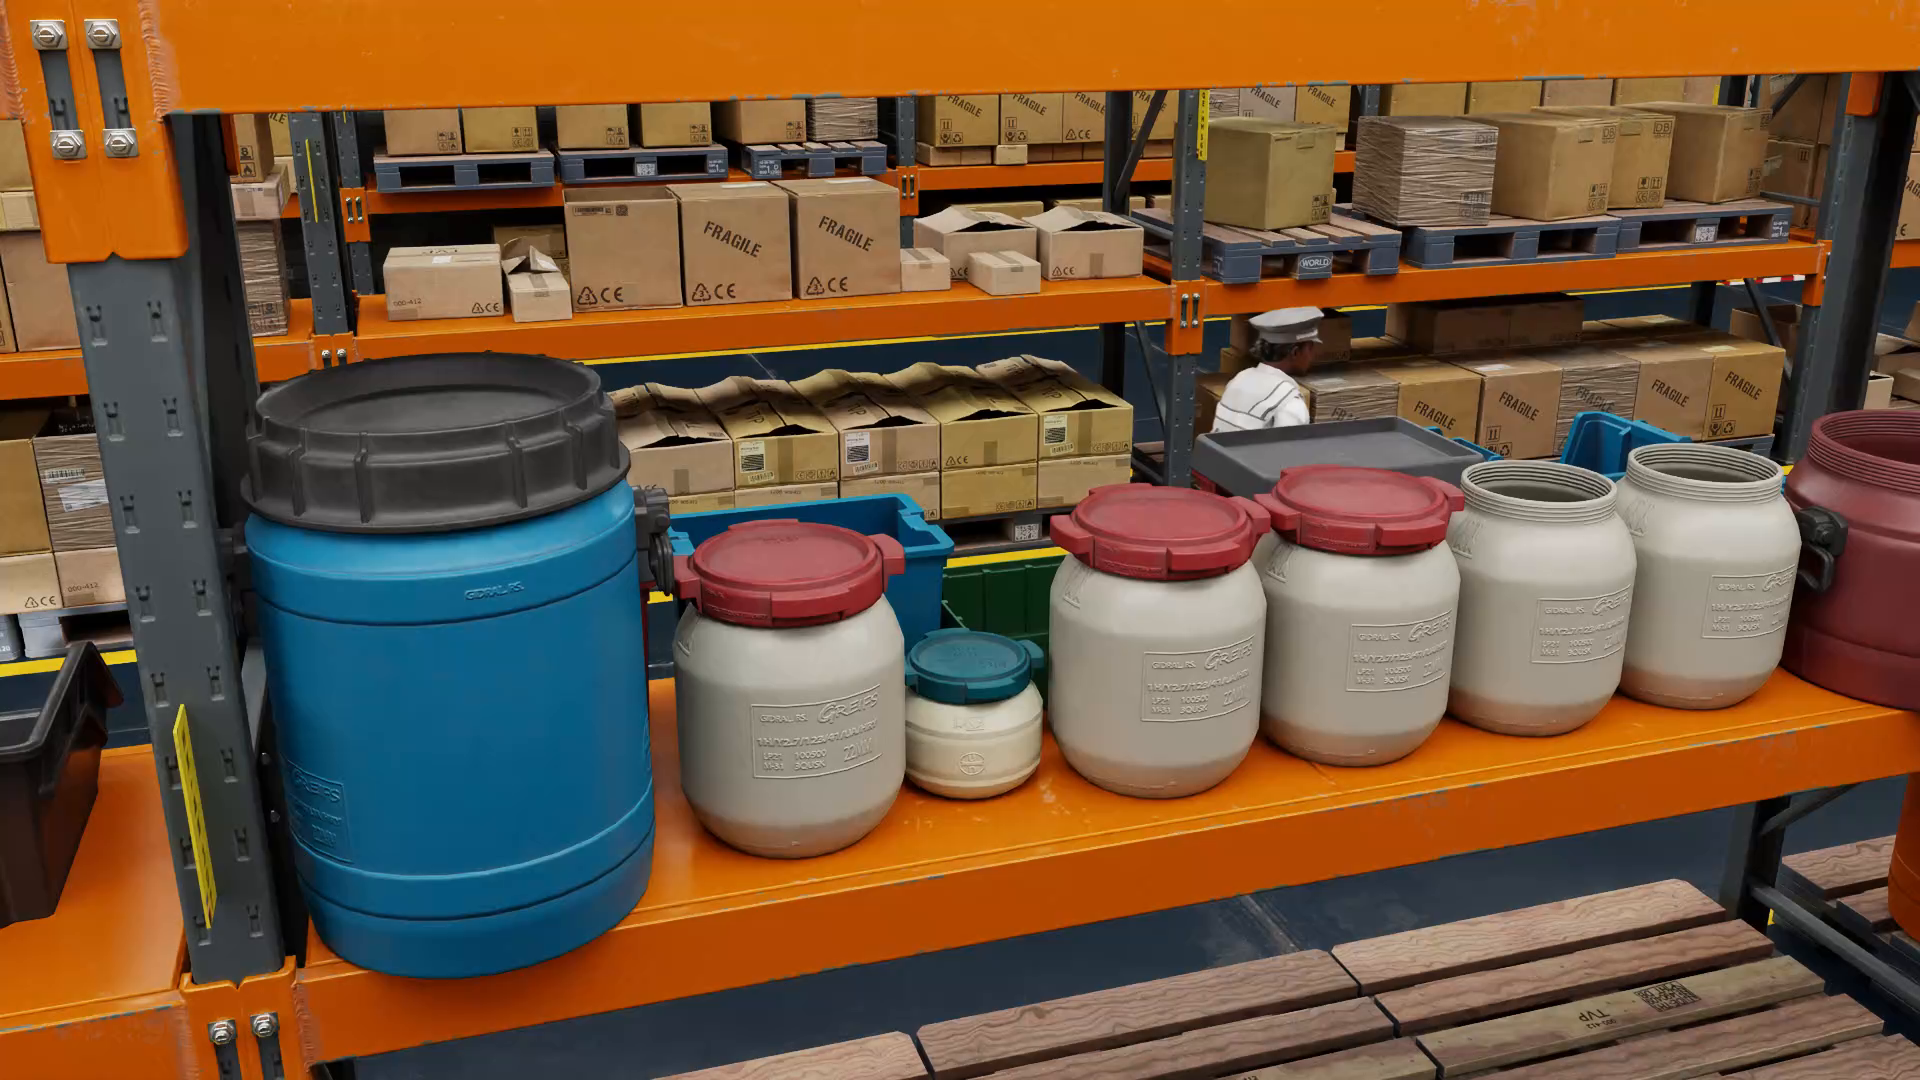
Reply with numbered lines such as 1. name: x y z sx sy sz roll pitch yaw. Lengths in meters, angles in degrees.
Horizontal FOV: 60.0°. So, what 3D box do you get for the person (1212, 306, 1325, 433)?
1. person: 1.117 -0.024 6.138 0.399 1.658 0.518 -7 20 -18
